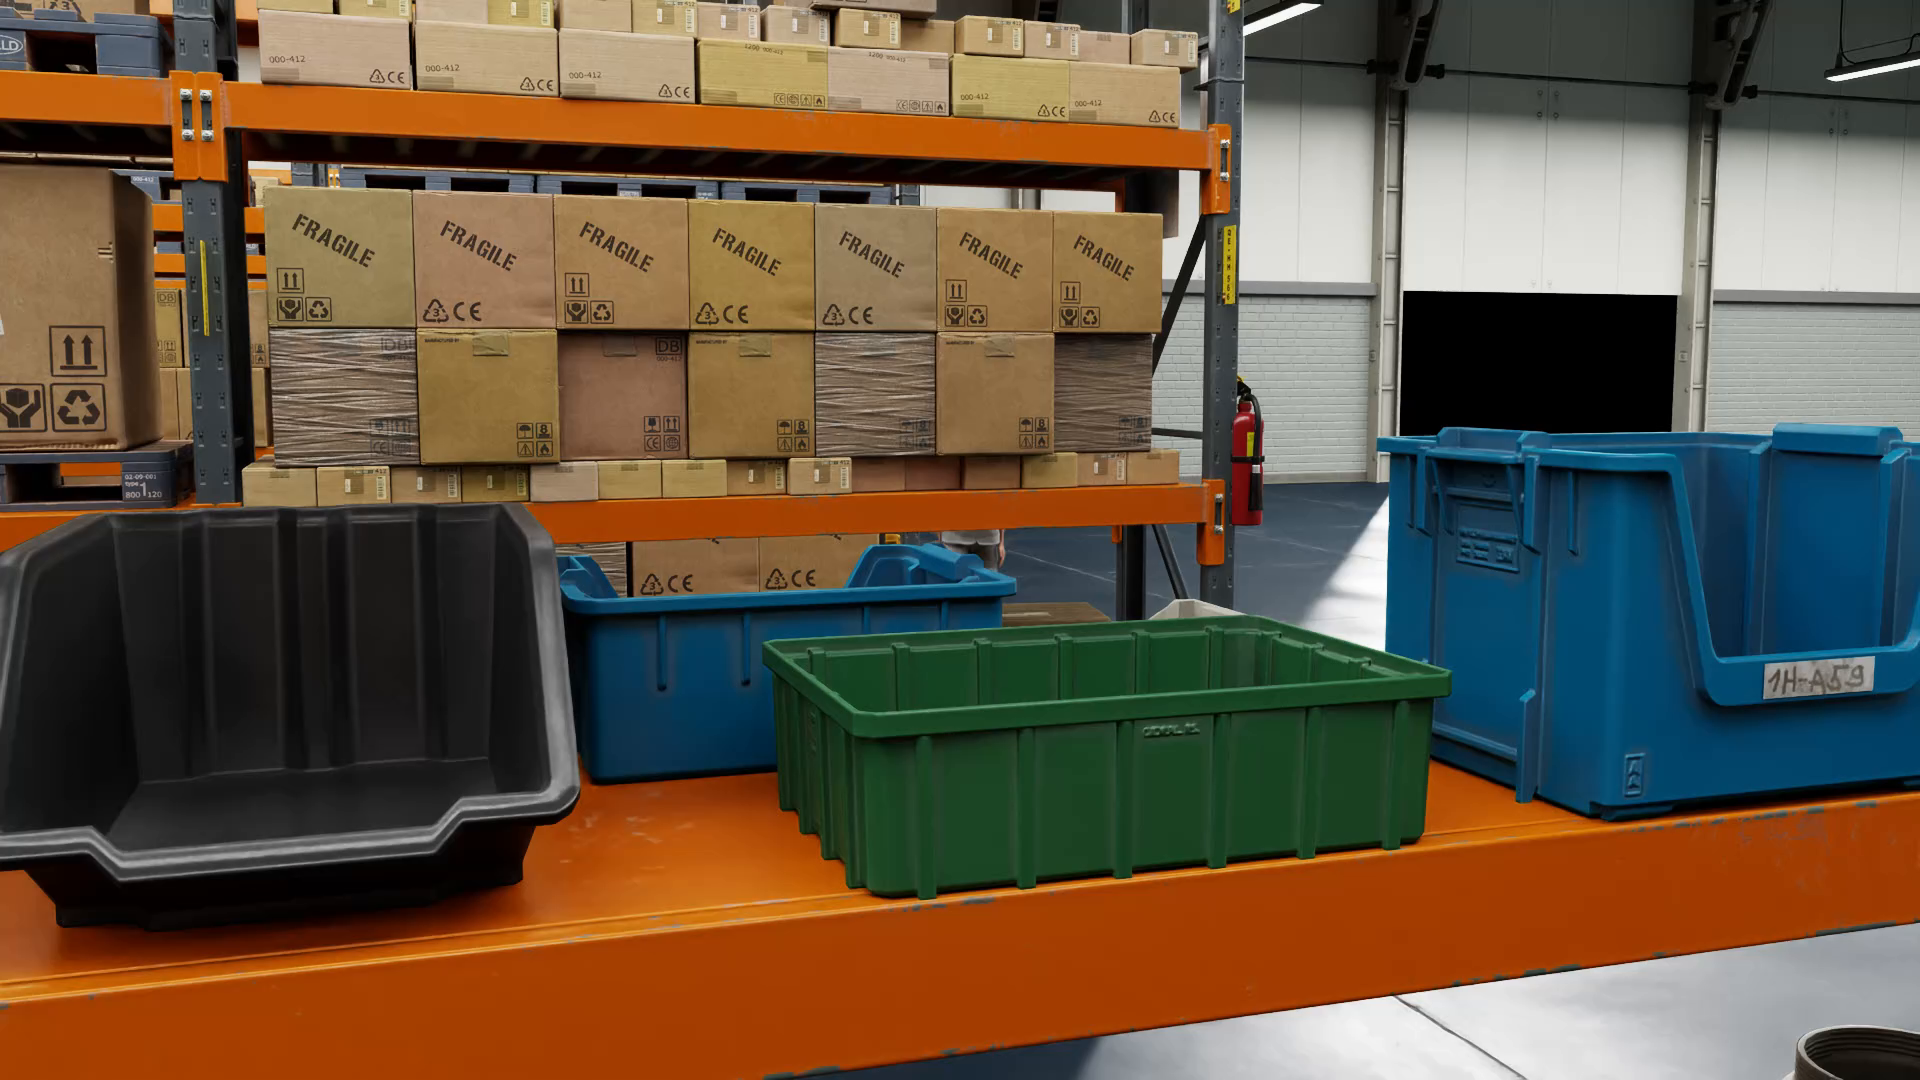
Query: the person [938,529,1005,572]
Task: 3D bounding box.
[{"bbox_3d":[0.077,0.033,9.407,0.408,1.598,0.426,-2,6,-18],"label":"person"}]
